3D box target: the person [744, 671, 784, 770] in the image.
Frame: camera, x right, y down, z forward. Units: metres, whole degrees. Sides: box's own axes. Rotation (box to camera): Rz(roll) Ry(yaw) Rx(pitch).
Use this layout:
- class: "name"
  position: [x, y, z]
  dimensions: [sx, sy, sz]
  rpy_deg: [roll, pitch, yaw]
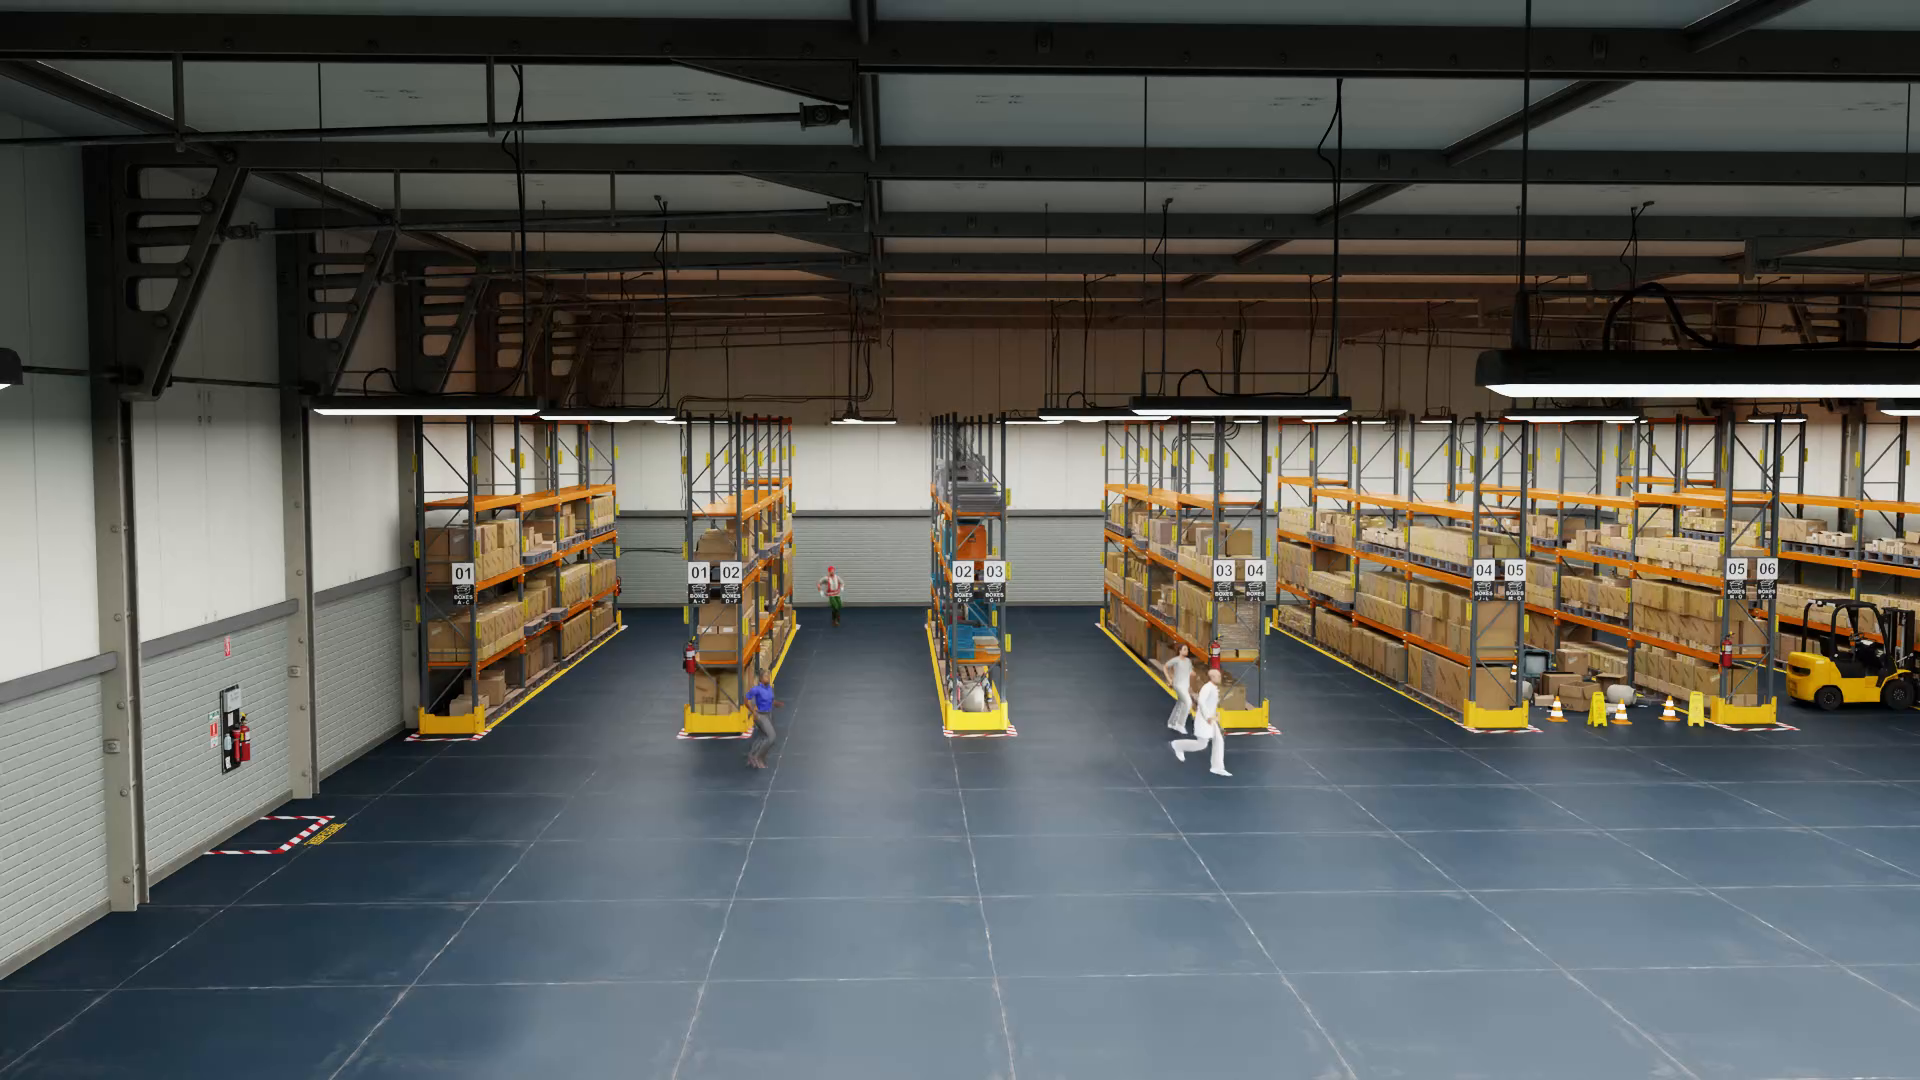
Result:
- class: "person"
  position: [-3.264, 3.060, 27.869]
  dimensions: [0.667, 1.585, 0.550]
  rpy_deg: [2, 4, 23]

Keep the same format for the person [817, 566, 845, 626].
- class: "person"
  position: [-3.636, 1.607, 47.607]
  dimensions: [0.746, 1.725, 0.627]
  rpy_deg: [-2, 5, -32]

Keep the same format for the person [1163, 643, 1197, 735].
- class: "person"
  position: [4.146, 2.775, 31.097]
  dimensions: [0.679, 1.700, 0.549]
  rpy_deg: [4, 5, 44]

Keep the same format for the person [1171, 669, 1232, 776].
- class: "person"
  position: [4.005, 3.007, 27.465]
  dimensions: [1.018, 1.774, 0.717]
  rpy_deg: [2, 4, 23]

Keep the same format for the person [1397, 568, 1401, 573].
- class: "person"
  position: [12.937, 1.565, 49.337]
  dimensions: [0.661, 1.588, 0.586]
  rpy_deg: [-1, 4, -16]
